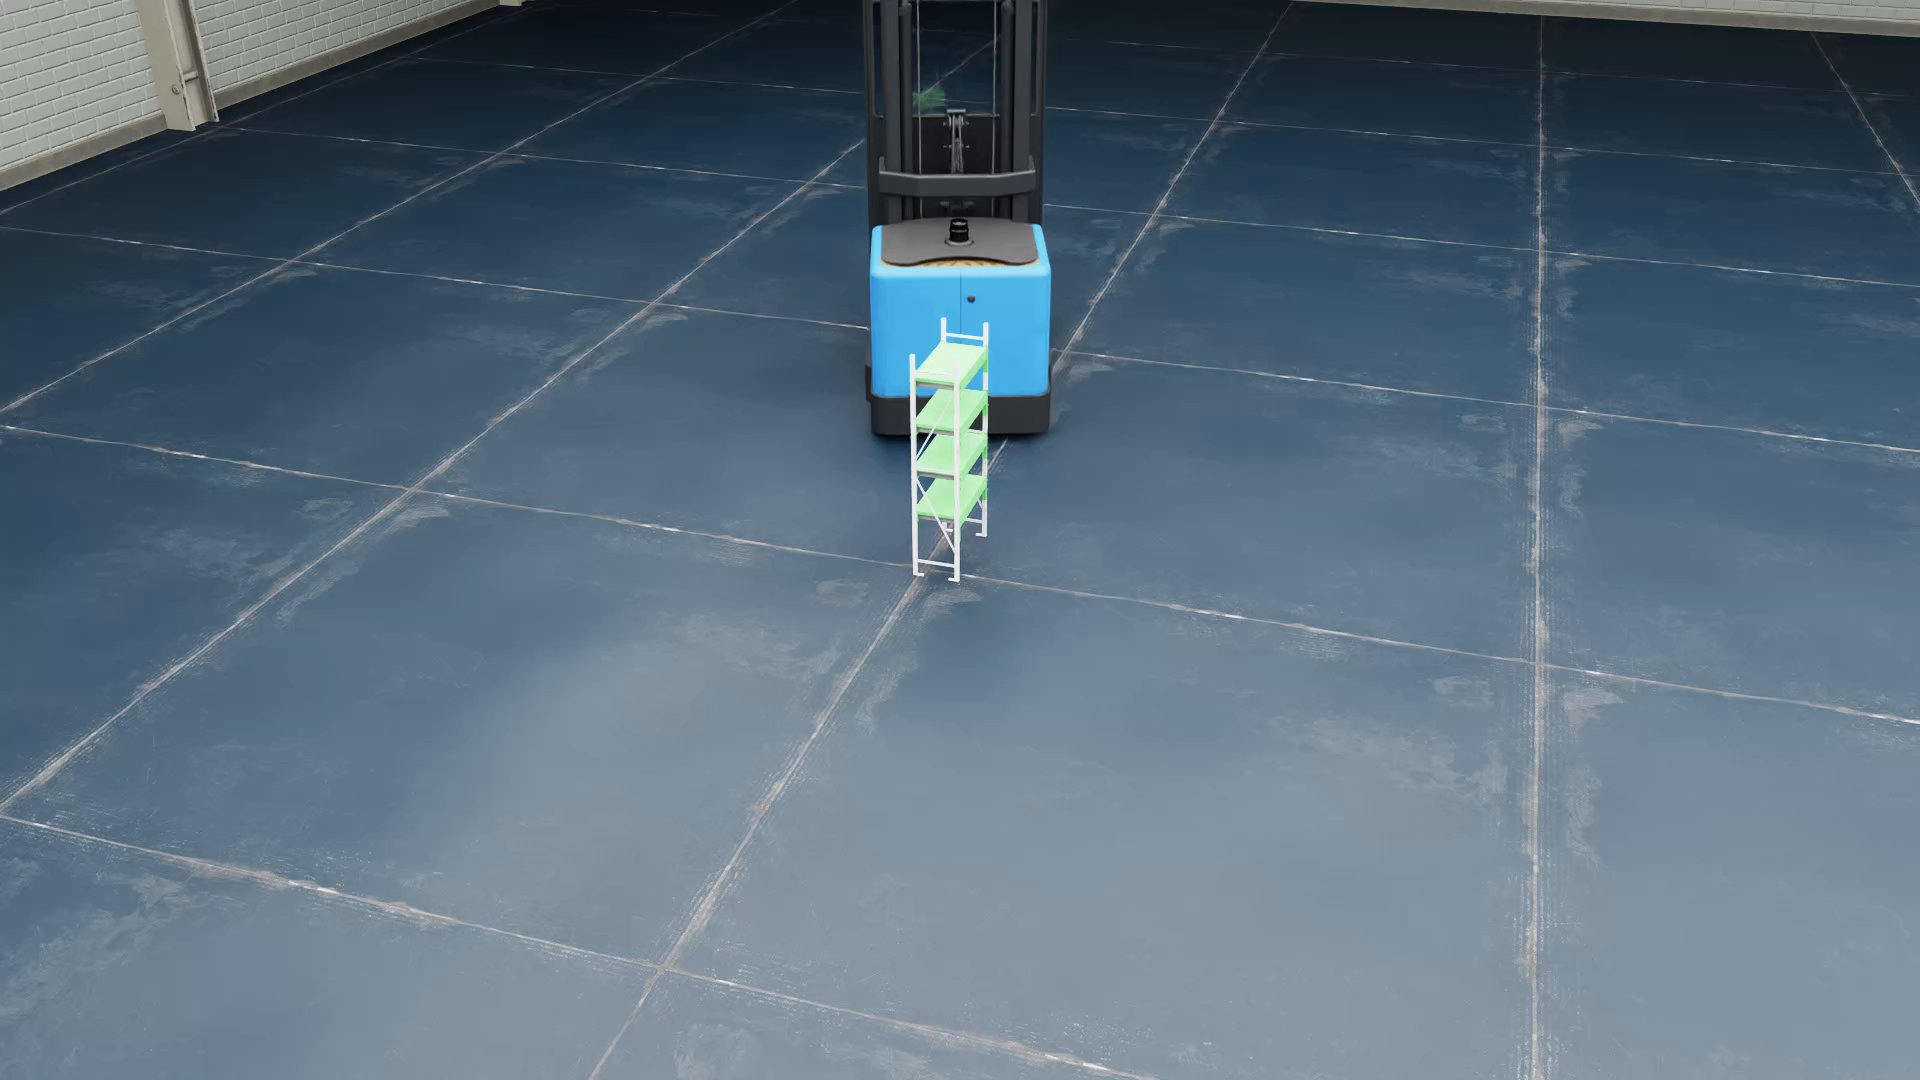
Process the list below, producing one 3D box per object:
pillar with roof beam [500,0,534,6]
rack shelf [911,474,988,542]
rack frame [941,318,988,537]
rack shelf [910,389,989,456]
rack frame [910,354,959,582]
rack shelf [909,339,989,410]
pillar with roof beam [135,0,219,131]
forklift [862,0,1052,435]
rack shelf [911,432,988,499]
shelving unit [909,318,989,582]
[{"bbox_3d":[-1.457,-10.078,17.609,9.100,9.000,0.400,8,30,15],"label":"pillar with roof beam"},{"bbox_3d":[-0.049,-0.182,8.468,0.258,0.148,0.480,8,30,15],"label":"rack shelf"},{"bbox_3d":[0.023,-0.561,8.524,0.240,1.200,0.015,8,30,15],"label":"rack frame"},{"bbox_3d":[-0.049,-0.601,8.234,0.258,0.148,0.480,8,30,15],"label":"rack shelf"},{"bbox_3d":[-0.120,-0.334,8.116,0.240,1.200,0.015,8,30,15],"label":"rack frame"},{"bbox_3d":[-0.049,-0.811,8.118,0.258,0.148,0.480,8,30,15],"label":"rack shelf"},{"bbox_3d":[-3.218,-7.289,12.597,9.100,9.000,0.400,8,30,15],"label":"pillar with roof beam"},{"bbox_3d":[-0.037,-2.572,10.358,1.130,2.935,3.031,-1,29,-1],"label":"forklift"},{"bbox_3d":[-0.049,-0.392,8.351,0.258,0.148,0.480,8,30,15],"label":"rack shelf"},{"bbox_3d":[-0.049,-0.447,8.320,0.258,1.200,0.503,8,30,15],"label":"shelving unit"}]
